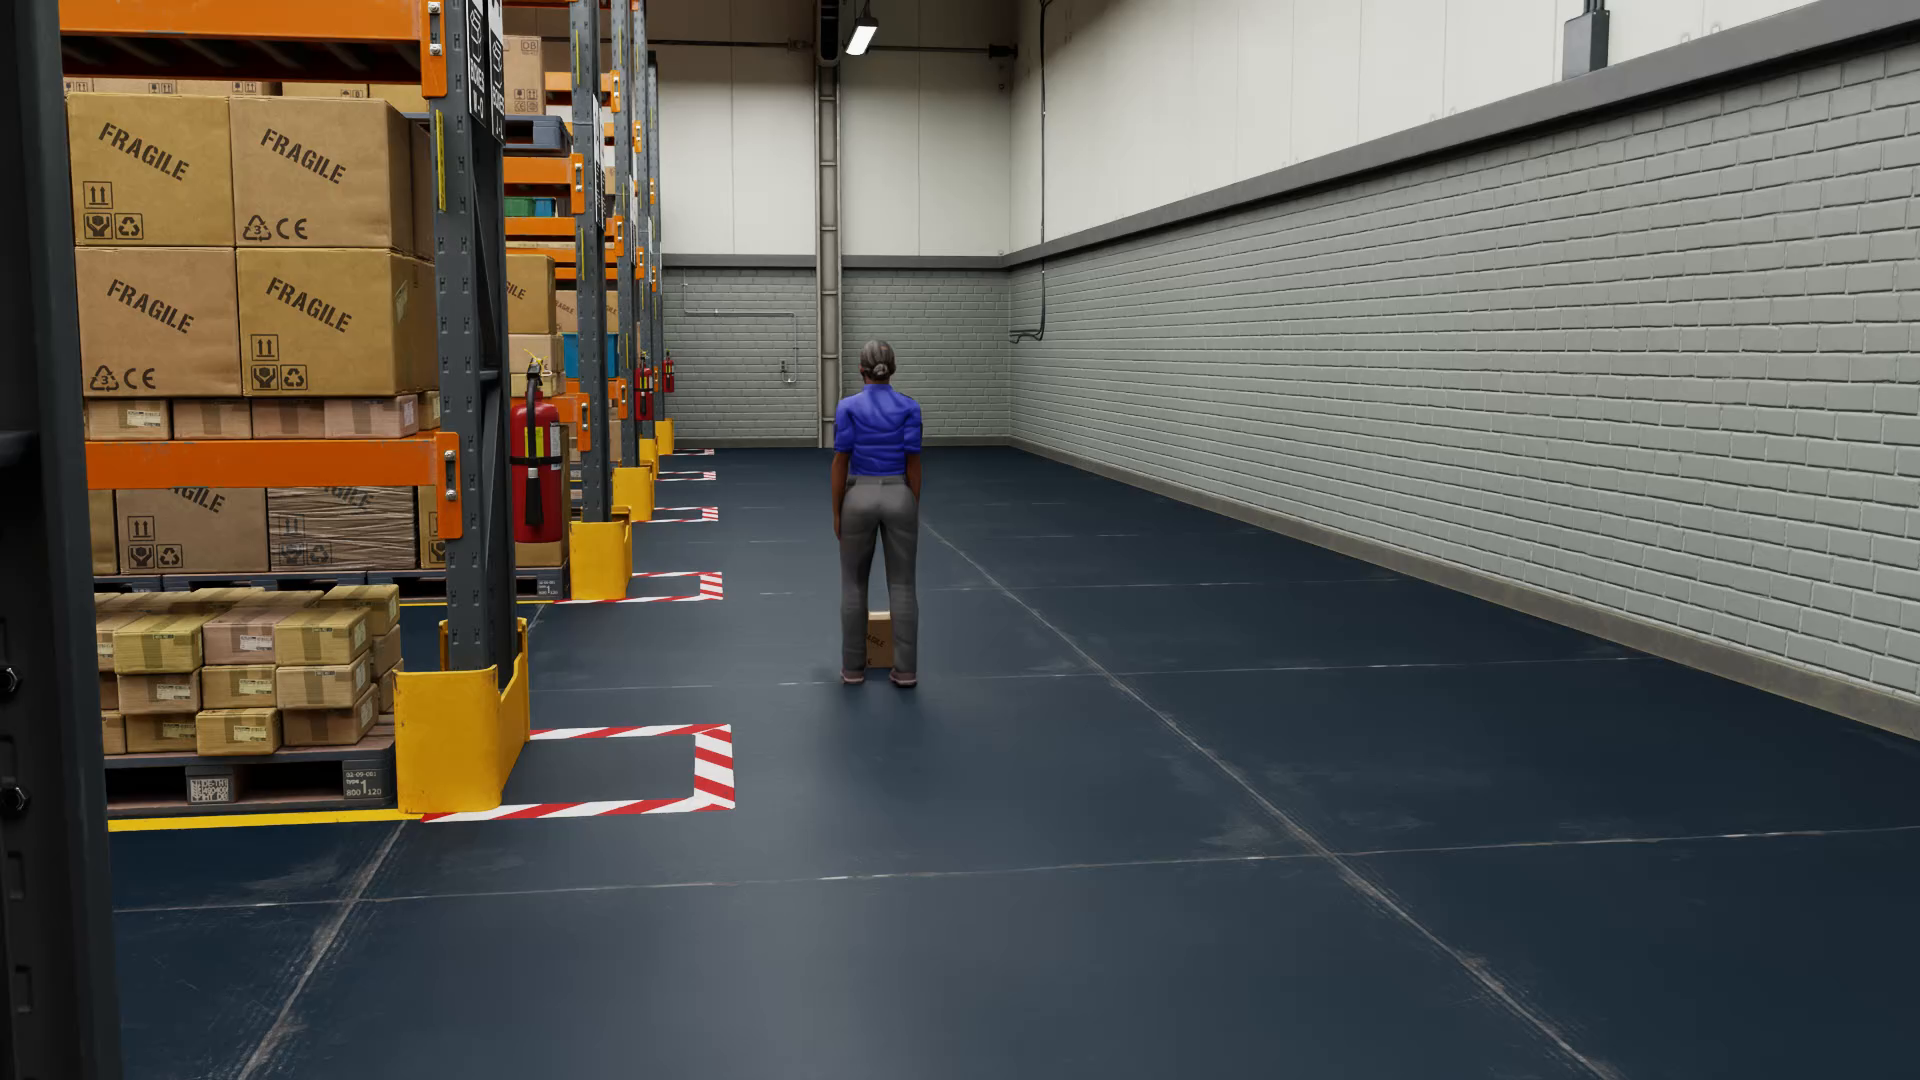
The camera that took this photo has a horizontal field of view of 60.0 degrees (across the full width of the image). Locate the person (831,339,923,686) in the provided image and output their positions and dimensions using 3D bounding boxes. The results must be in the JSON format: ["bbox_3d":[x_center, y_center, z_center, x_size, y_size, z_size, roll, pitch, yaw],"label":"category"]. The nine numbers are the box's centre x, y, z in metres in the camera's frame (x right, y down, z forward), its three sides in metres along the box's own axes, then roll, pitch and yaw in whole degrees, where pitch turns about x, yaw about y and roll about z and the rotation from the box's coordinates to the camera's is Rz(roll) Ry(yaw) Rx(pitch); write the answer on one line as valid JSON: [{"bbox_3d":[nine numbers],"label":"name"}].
[{"bbox_3d":[-0.402,-0.133,8.010,0.438,1.655,0.380,-1,7,-7],"label":"person"}]
